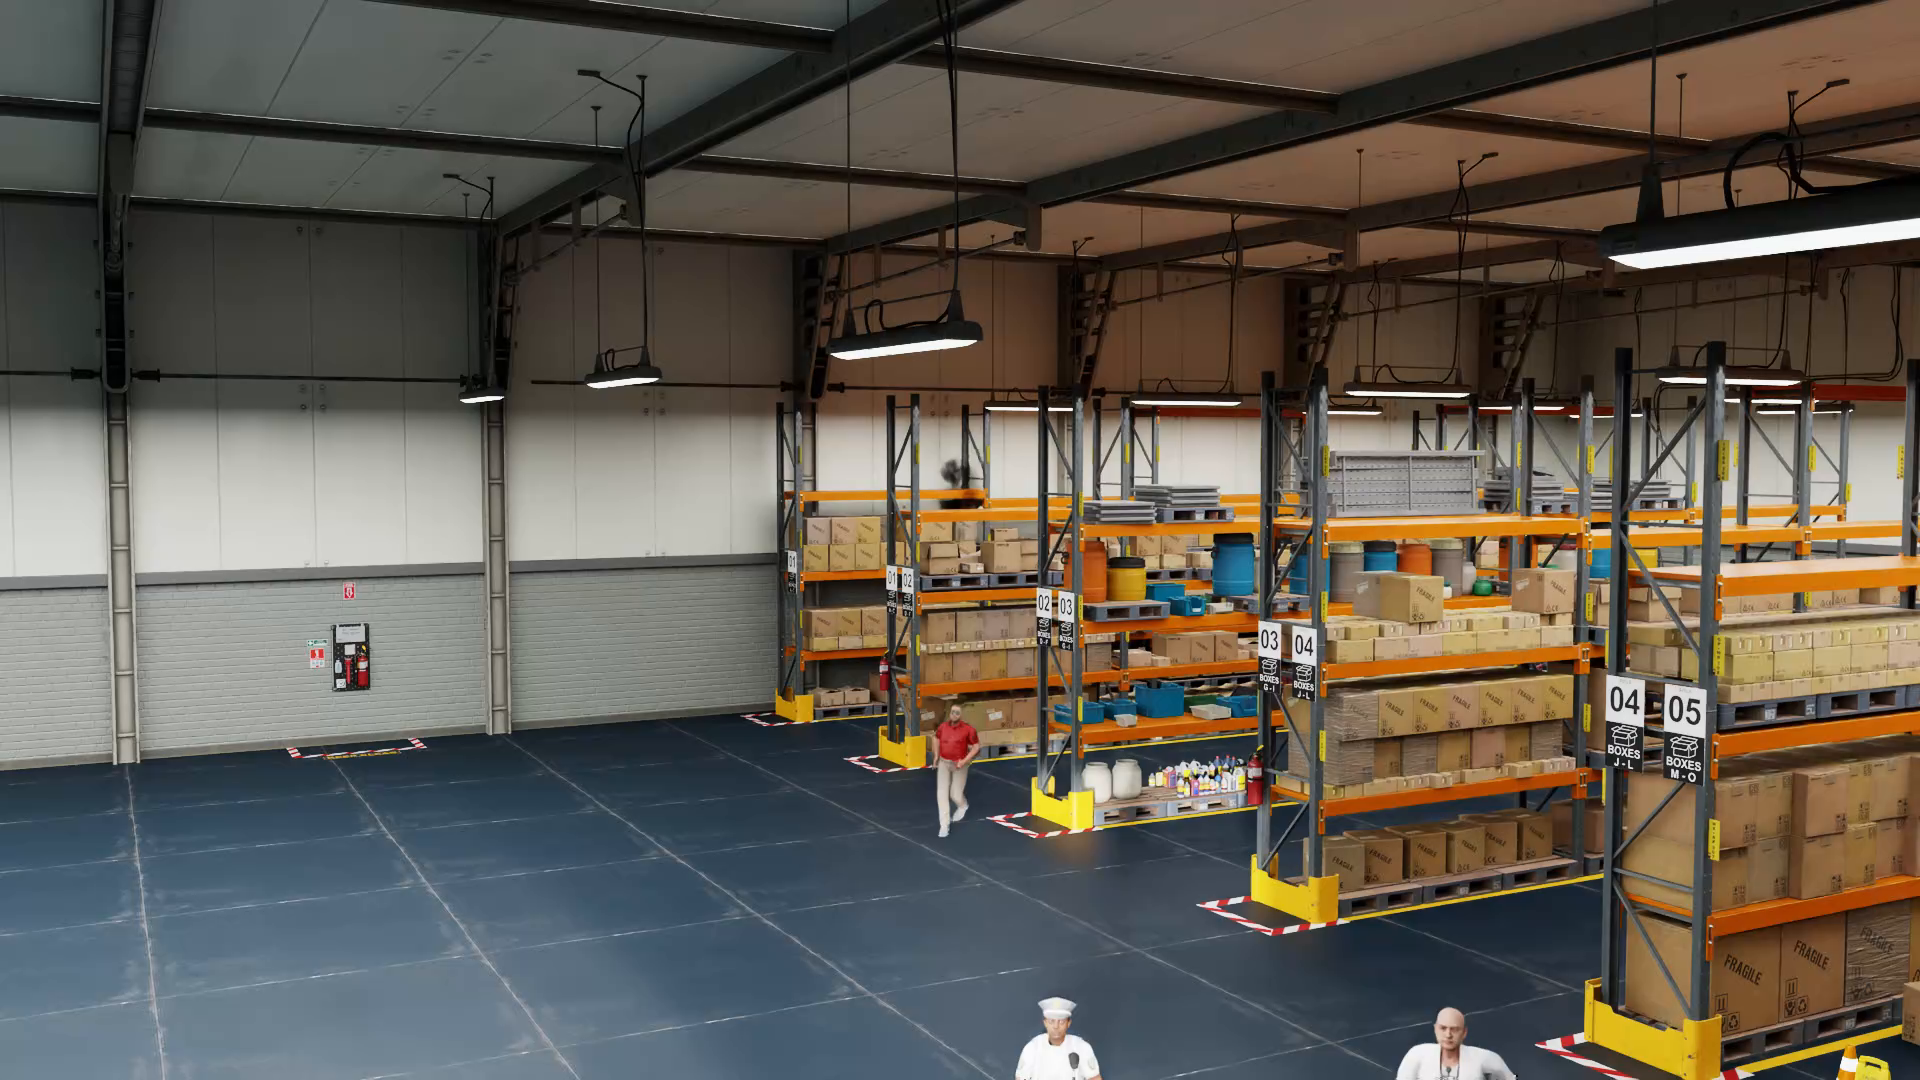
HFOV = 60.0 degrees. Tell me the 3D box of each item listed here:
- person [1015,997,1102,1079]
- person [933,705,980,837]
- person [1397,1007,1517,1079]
[{"bbox_3d":[0.618,3.732,10.636,0.572,1.651,0.578,0,3,7],"label":"person"},{"bbox_3d":[-0.065,3.066,22.351,0.677,1.721,0.877,1,3,15],"label":"person"},{"bbox_3d":[2.994,3.717,10.107,0.742,1.741,0.639,1,4,23],"label":"person"}]
